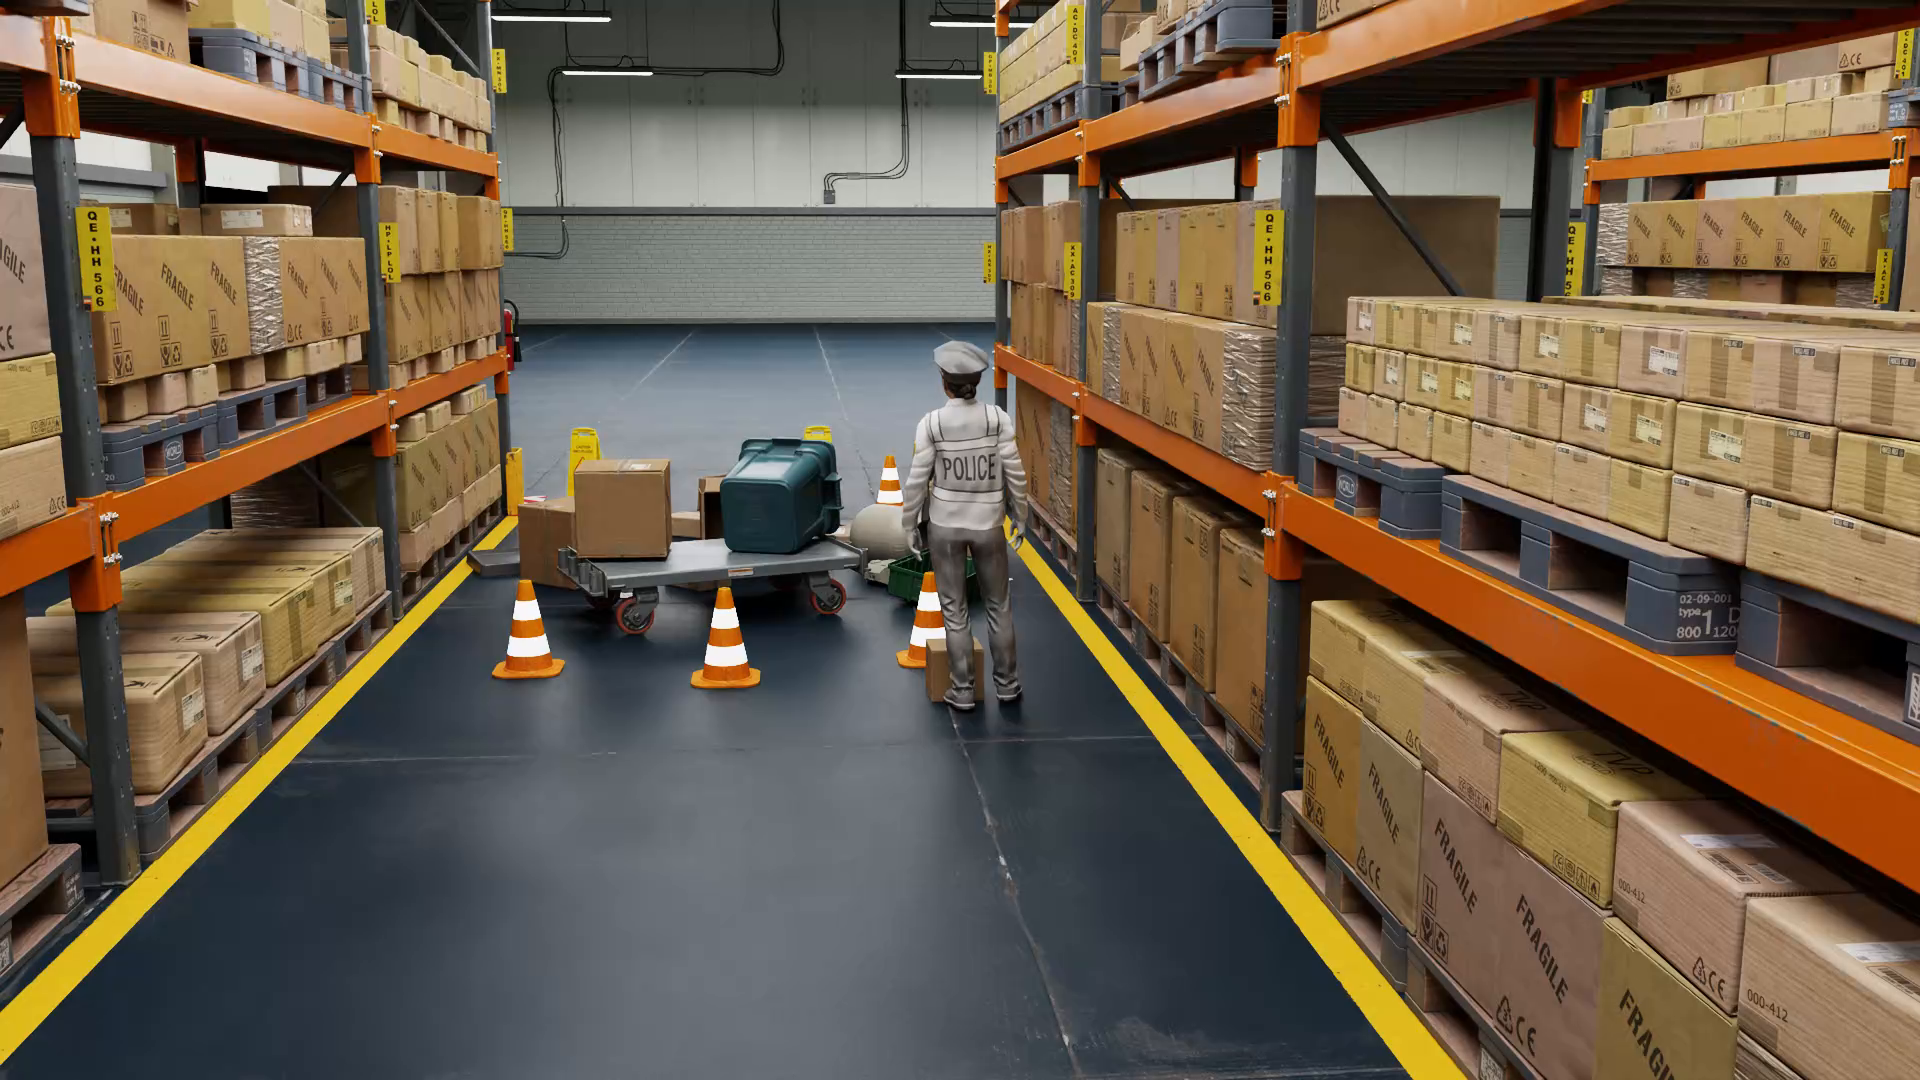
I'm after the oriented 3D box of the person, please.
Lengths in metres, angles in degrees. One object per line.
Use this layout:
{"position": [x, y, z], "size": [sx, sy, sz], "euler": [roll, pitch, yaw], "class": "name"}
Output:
{"position": [0.024, -0.065, 7.625], "size": [0.588, 1.697, 0.533], "euler": [-1, 10, -6], "class": "person"}
